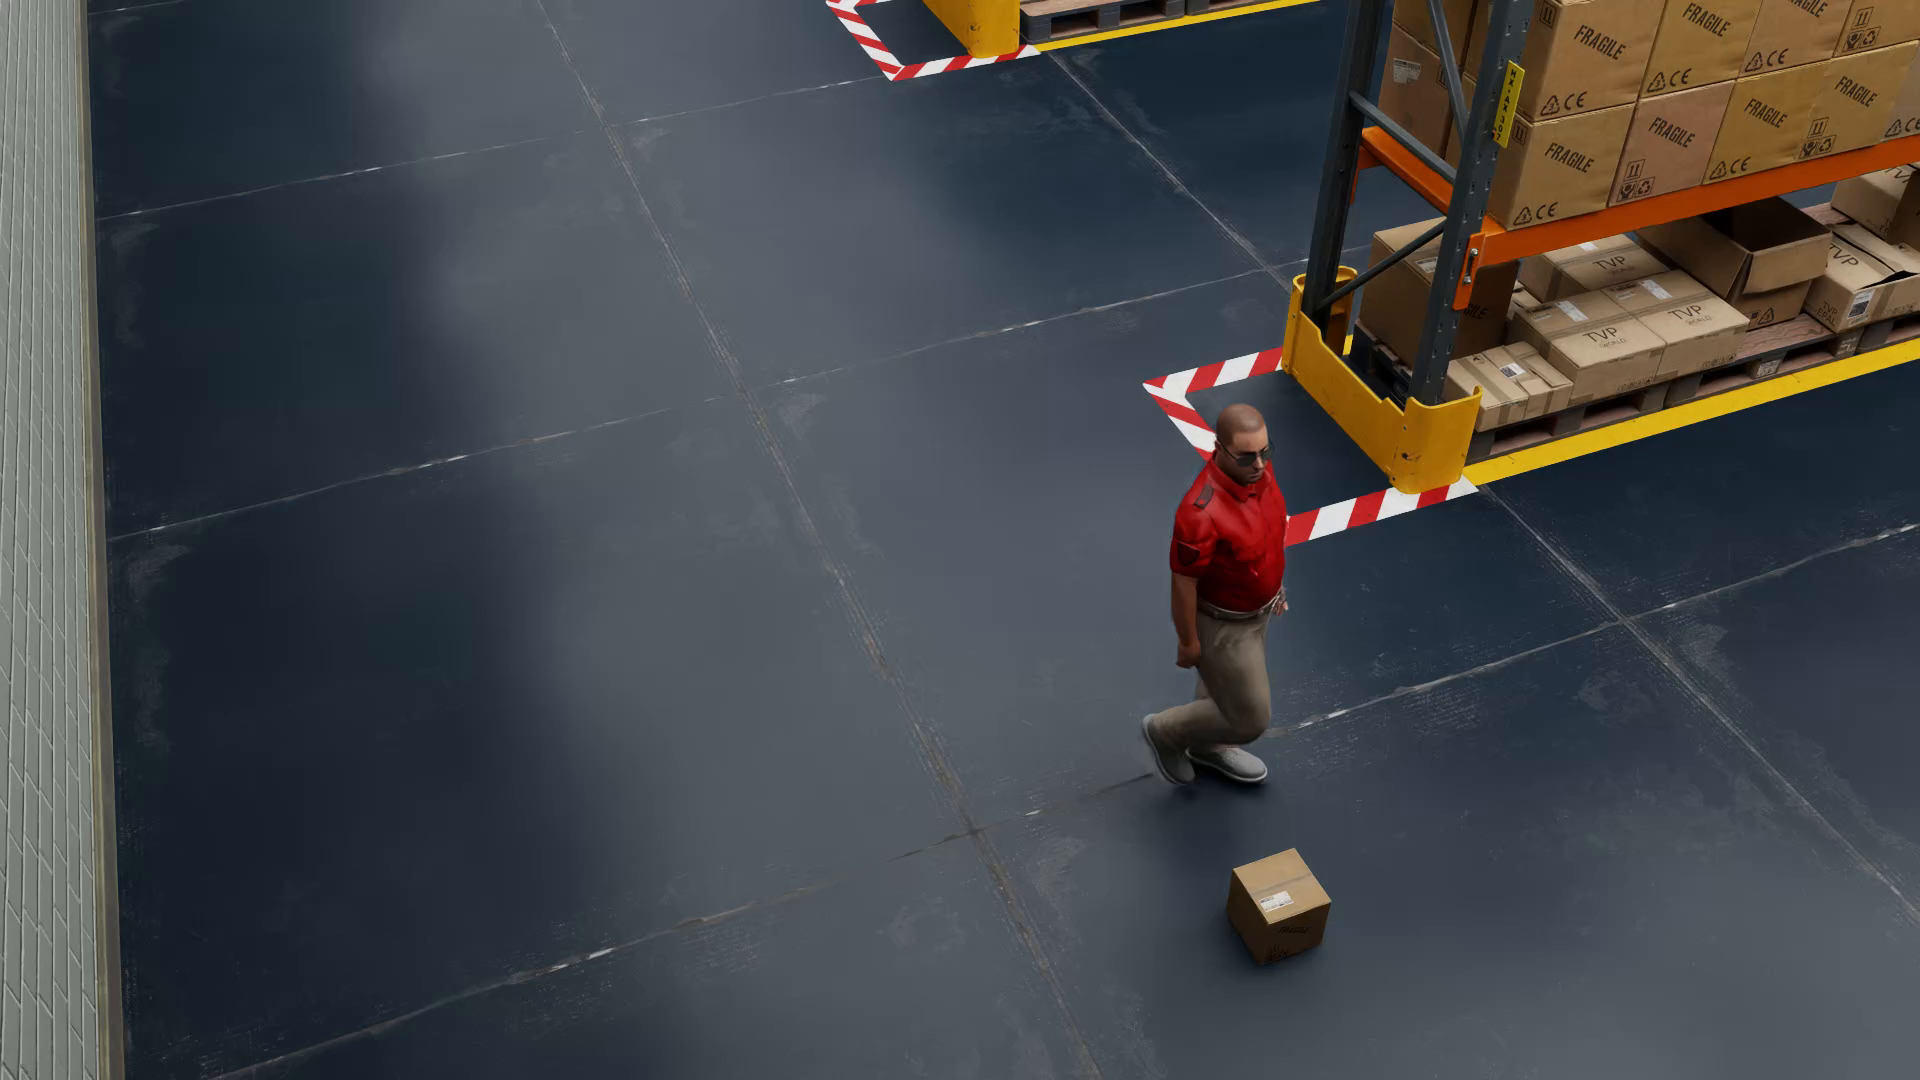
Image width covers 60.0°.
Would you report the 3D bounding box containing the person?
[{"bbox_3d":[0.953,0.245,5.864,0.485,1.719,0.545,19,45,20],"label":"person"}]
